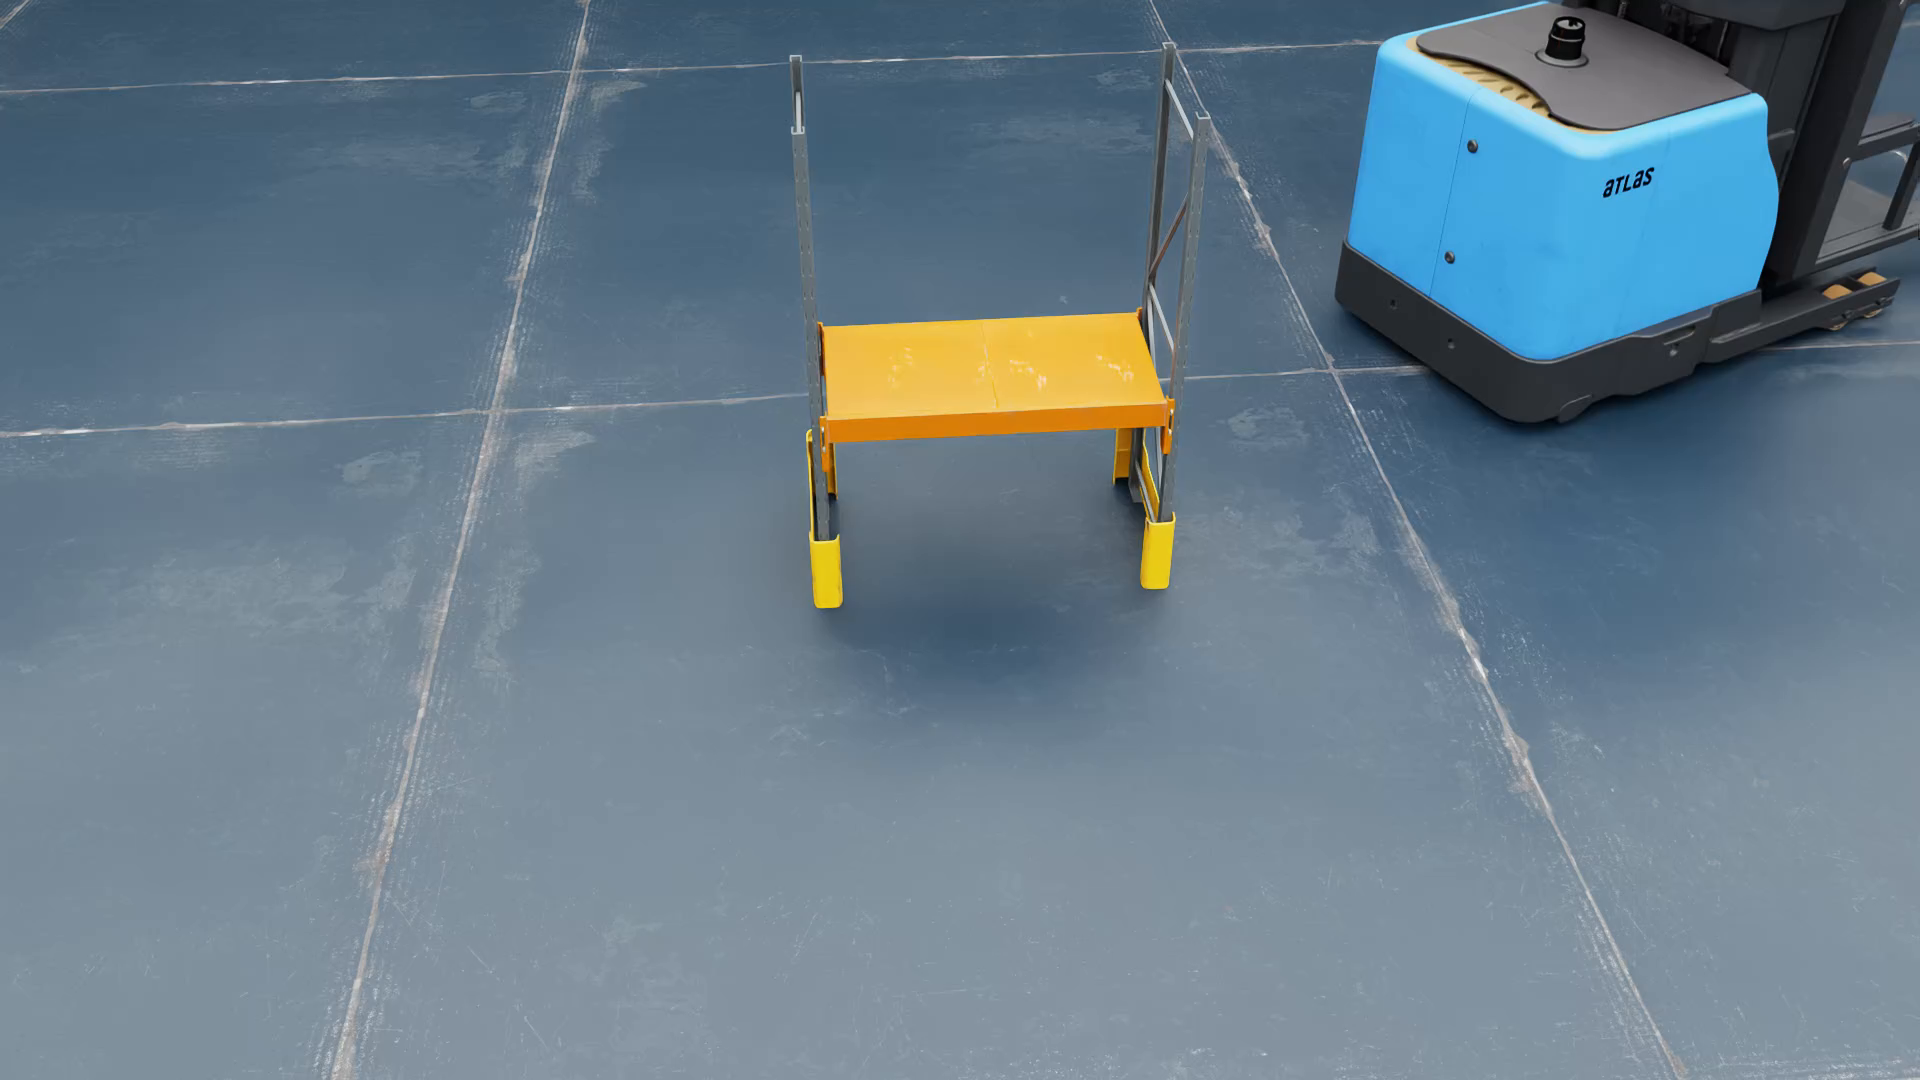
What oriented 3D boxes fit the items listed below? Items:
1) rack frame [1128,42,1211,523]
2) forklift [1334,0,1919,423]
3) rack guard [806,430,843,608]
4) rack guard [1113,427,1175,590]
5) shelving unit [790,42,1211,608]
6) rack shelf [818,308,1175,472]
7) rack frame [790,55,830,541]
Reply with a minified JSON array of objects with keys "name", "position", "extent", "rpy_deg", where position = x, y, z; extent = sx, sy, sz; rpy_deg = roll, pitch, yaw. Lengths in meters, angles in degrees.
[{"name":"rack frame","position":[0.591,-0.621,4.827],"extent":[0.032,1.500,0.500],"rpy_deg":[-3,38,-4]},{"name":"forklift","position":[2.959,-2.205,5.679],"extent":[3.031,2.935,1.130],"rpy_deg":[-19,42,-22]},{"name":"rack guard","position":[-0.420,-0.075,5.143],"extent":[0.087,0.250,0.587],"rpy_deg":[-3,38,-4]},{"name":"rack guard","position":[0.572,-0.130,5.213],"extent":[0.087,0.250,0.587],"rpy_deg":[-3,38,-4]},{"name":"shelving unit","position":[0.076,-0.593,4.791],"extent":[1.083,1.500,0.587],"rpy_deg":[-3,38,-4]},{"name":"rack shelf","position":[0.085,-0.452,4.903],"extent":[1.000,0.185,0.538],"rpy_deg":[-3,38,-4]},{"name":"rack frame","position":[-0.421,-0.566,4.756],"extent":[0.032,1.500,0.500],"rpy_deg":[-3,38,-4]}]
